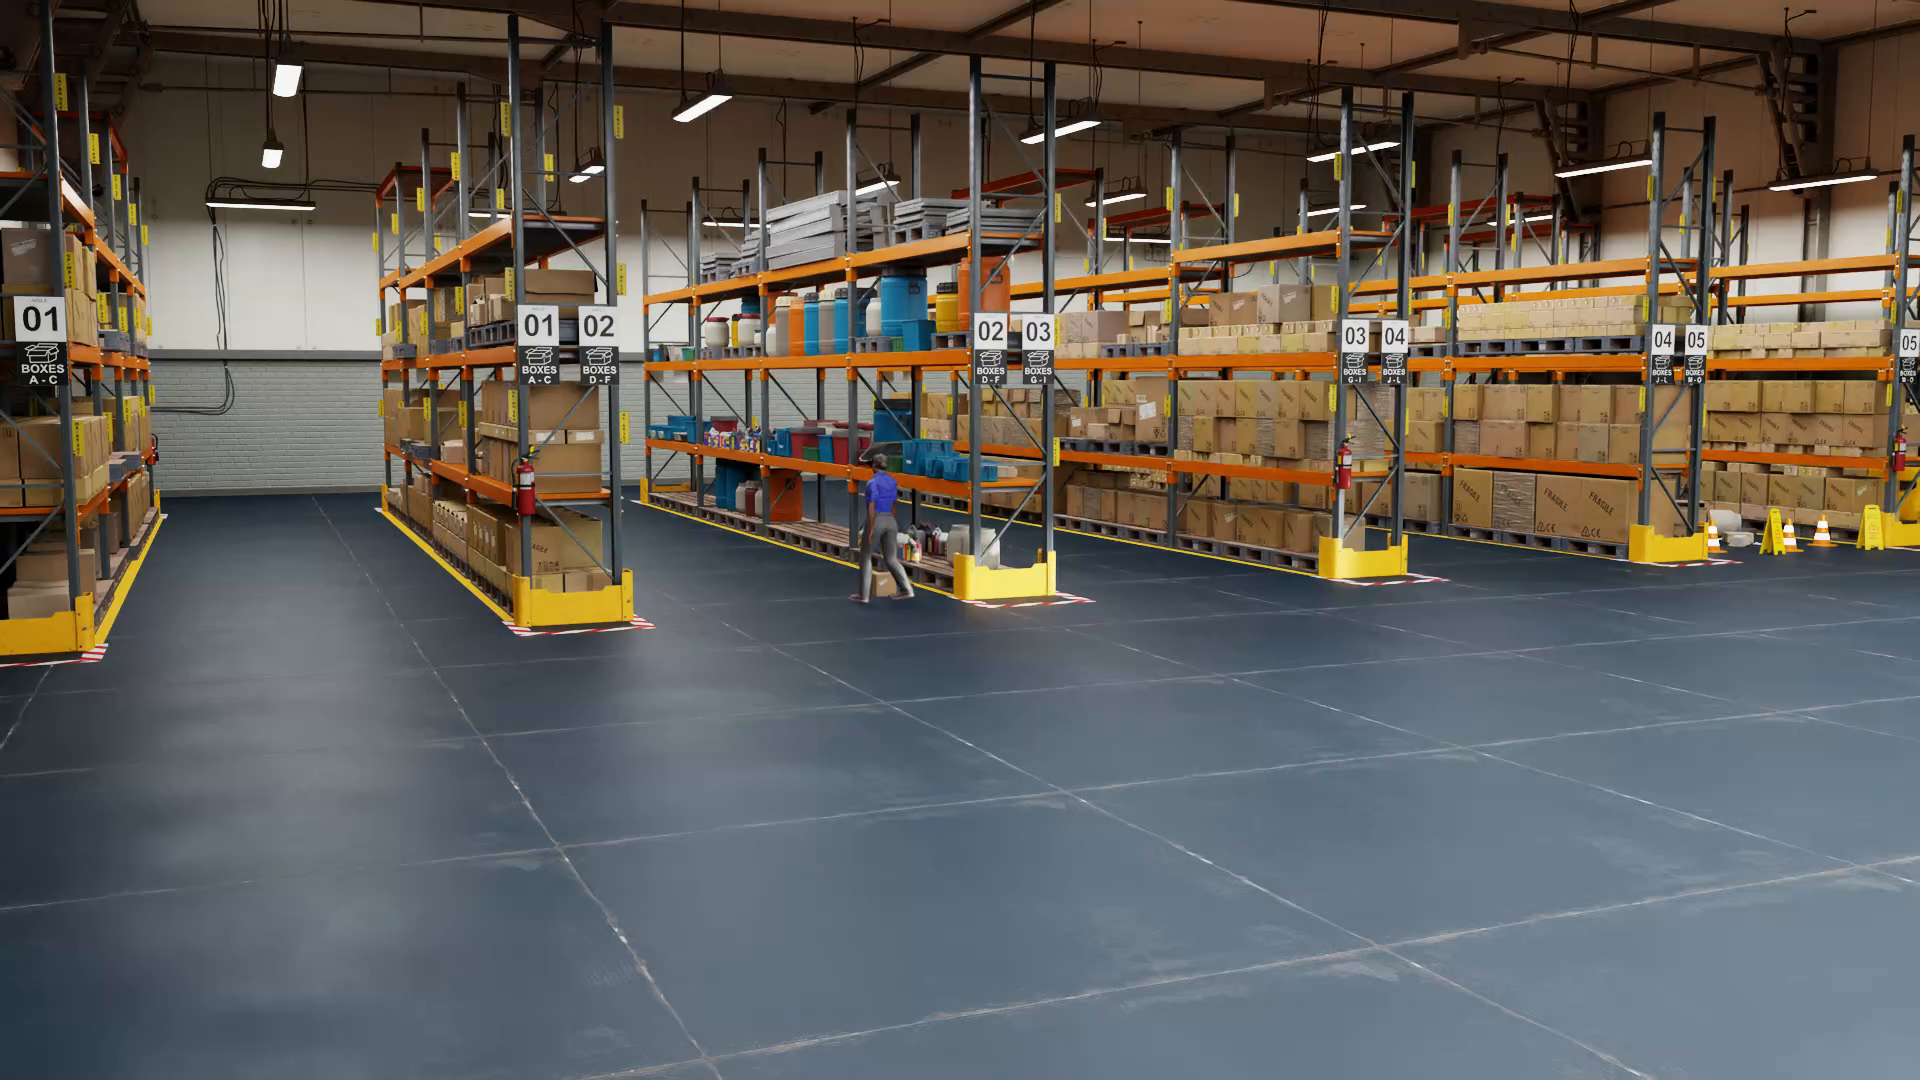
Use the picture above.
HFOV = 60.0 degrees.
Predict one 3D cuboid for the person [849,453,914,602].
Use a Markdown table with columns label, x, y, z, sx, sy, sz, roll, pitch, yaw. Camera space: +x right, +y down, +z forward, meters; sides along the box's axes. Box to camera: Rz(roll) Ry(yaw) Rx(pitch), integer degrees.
| label | x | y | z | sx | sy | sz | roll | pitch | yaw |
| --- | --- | --- | --- | --- | --- | --- | --- | --- | --- |
| person | -0.867 | -0.133 | 18.279 | 0.477 | 1.633 | 0.679 | -5 | 7 | -43 |
